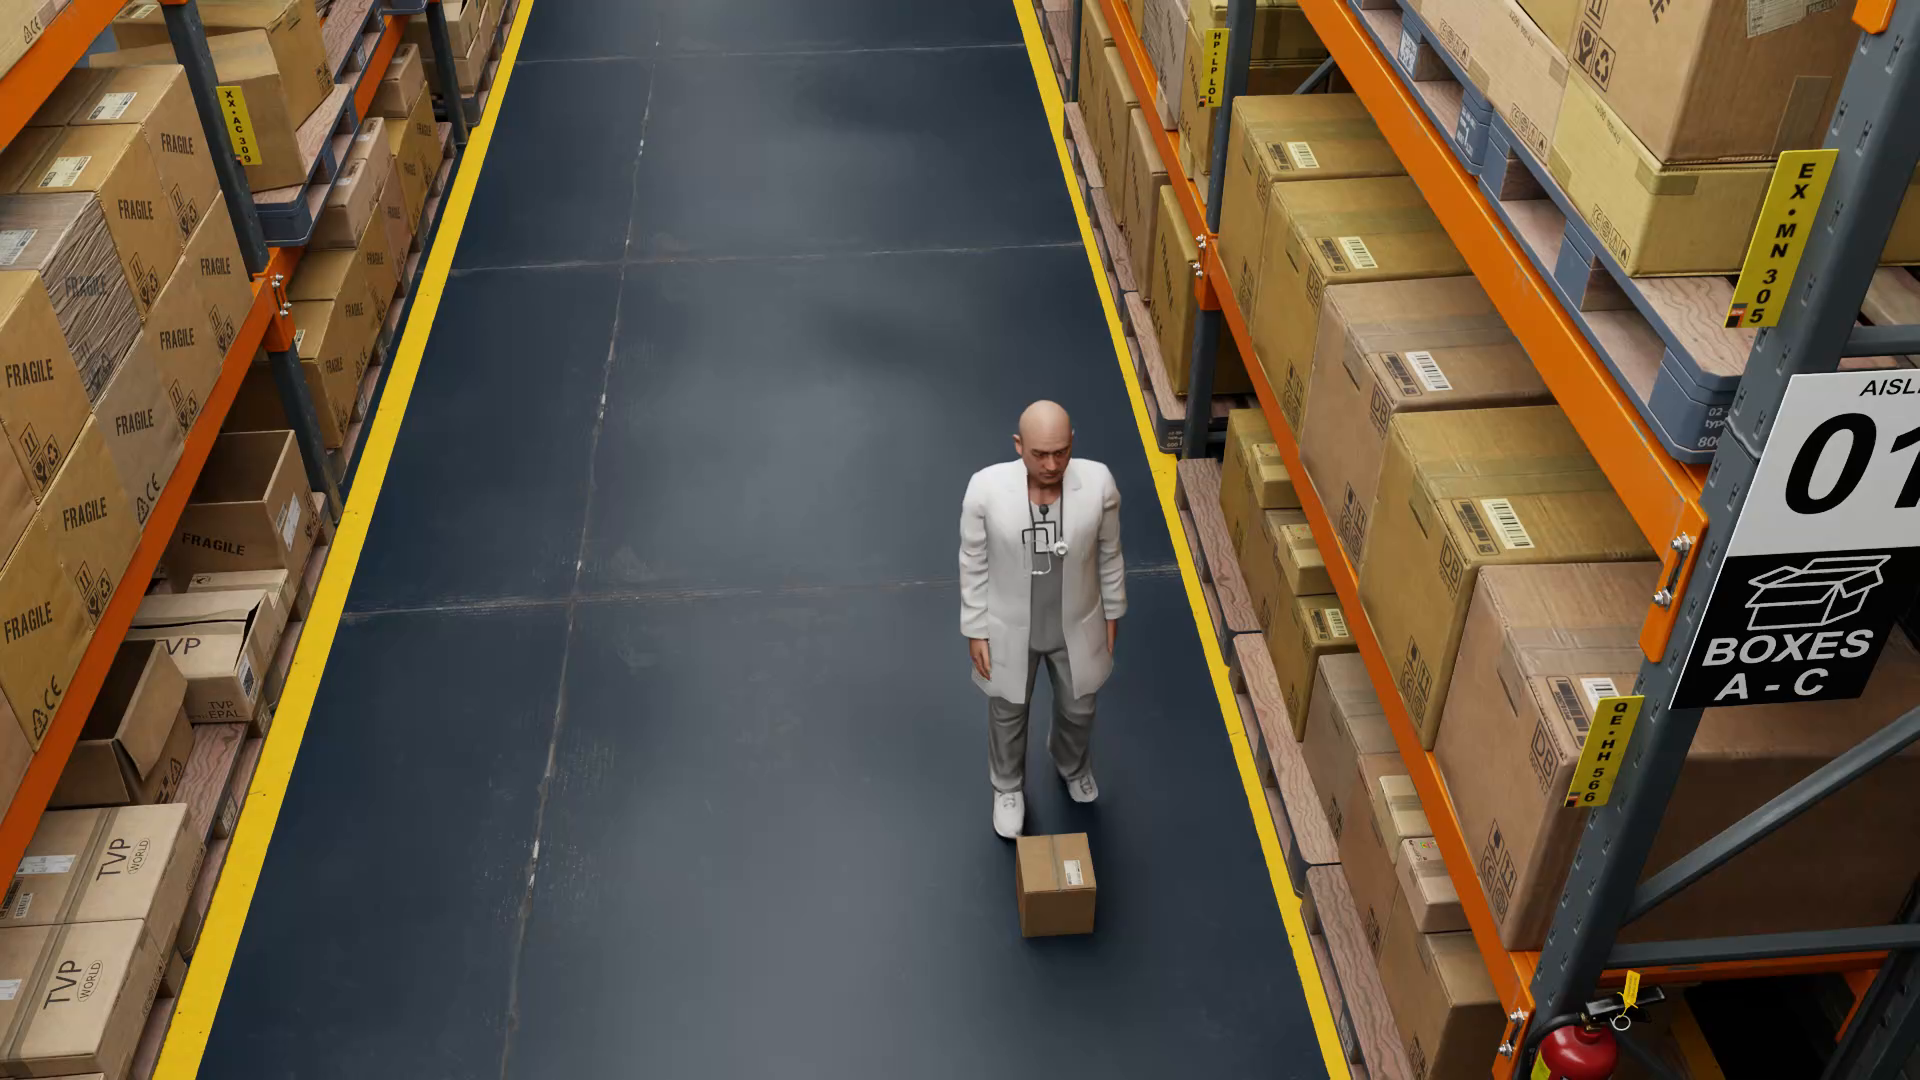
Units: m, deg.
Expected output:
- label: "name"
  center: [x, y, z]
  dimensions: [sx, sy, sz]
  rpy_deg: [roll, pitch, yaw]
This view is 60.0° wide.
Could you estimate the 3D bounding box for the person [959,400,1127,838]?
- label: "person"
  center: [0.292, 0.316, 5.823]
  dimensions: [0.593, 1.864, 0.470]
  rpy_deg: [-3, 39, -4]
